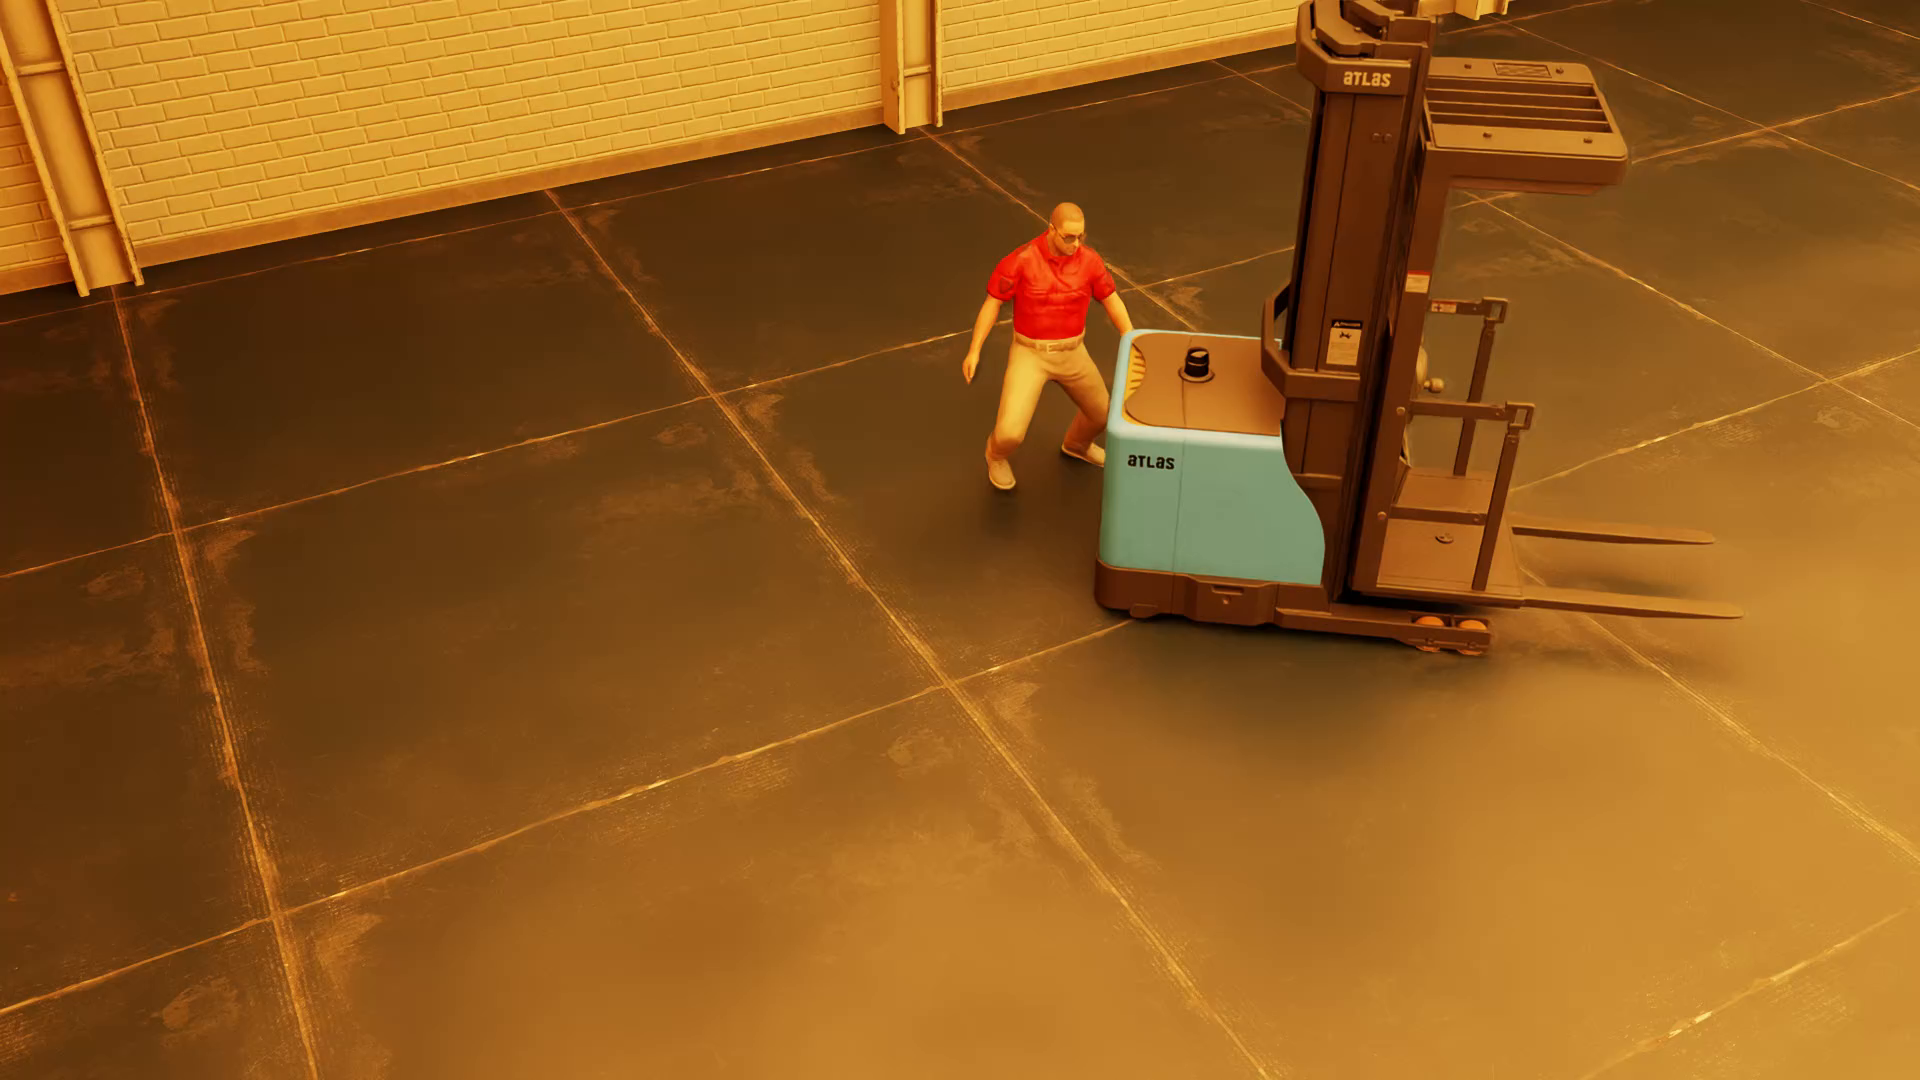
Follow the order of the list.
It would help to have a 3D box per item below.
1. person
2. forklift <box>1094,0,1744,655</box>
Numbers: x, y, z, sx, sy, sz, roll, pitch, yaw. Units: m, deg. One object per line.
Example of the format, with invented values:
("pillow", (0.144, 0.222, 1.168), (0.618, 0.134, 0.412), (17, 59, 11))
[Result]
("person", (0.484, -0.977, 8.666), (0.947, 1.628, 0.603), (-7, 36, -10))
("forklift", (2.219, -0.980, 7.510), (3.031, 2.935, 1.130), (5, 36, 7))
